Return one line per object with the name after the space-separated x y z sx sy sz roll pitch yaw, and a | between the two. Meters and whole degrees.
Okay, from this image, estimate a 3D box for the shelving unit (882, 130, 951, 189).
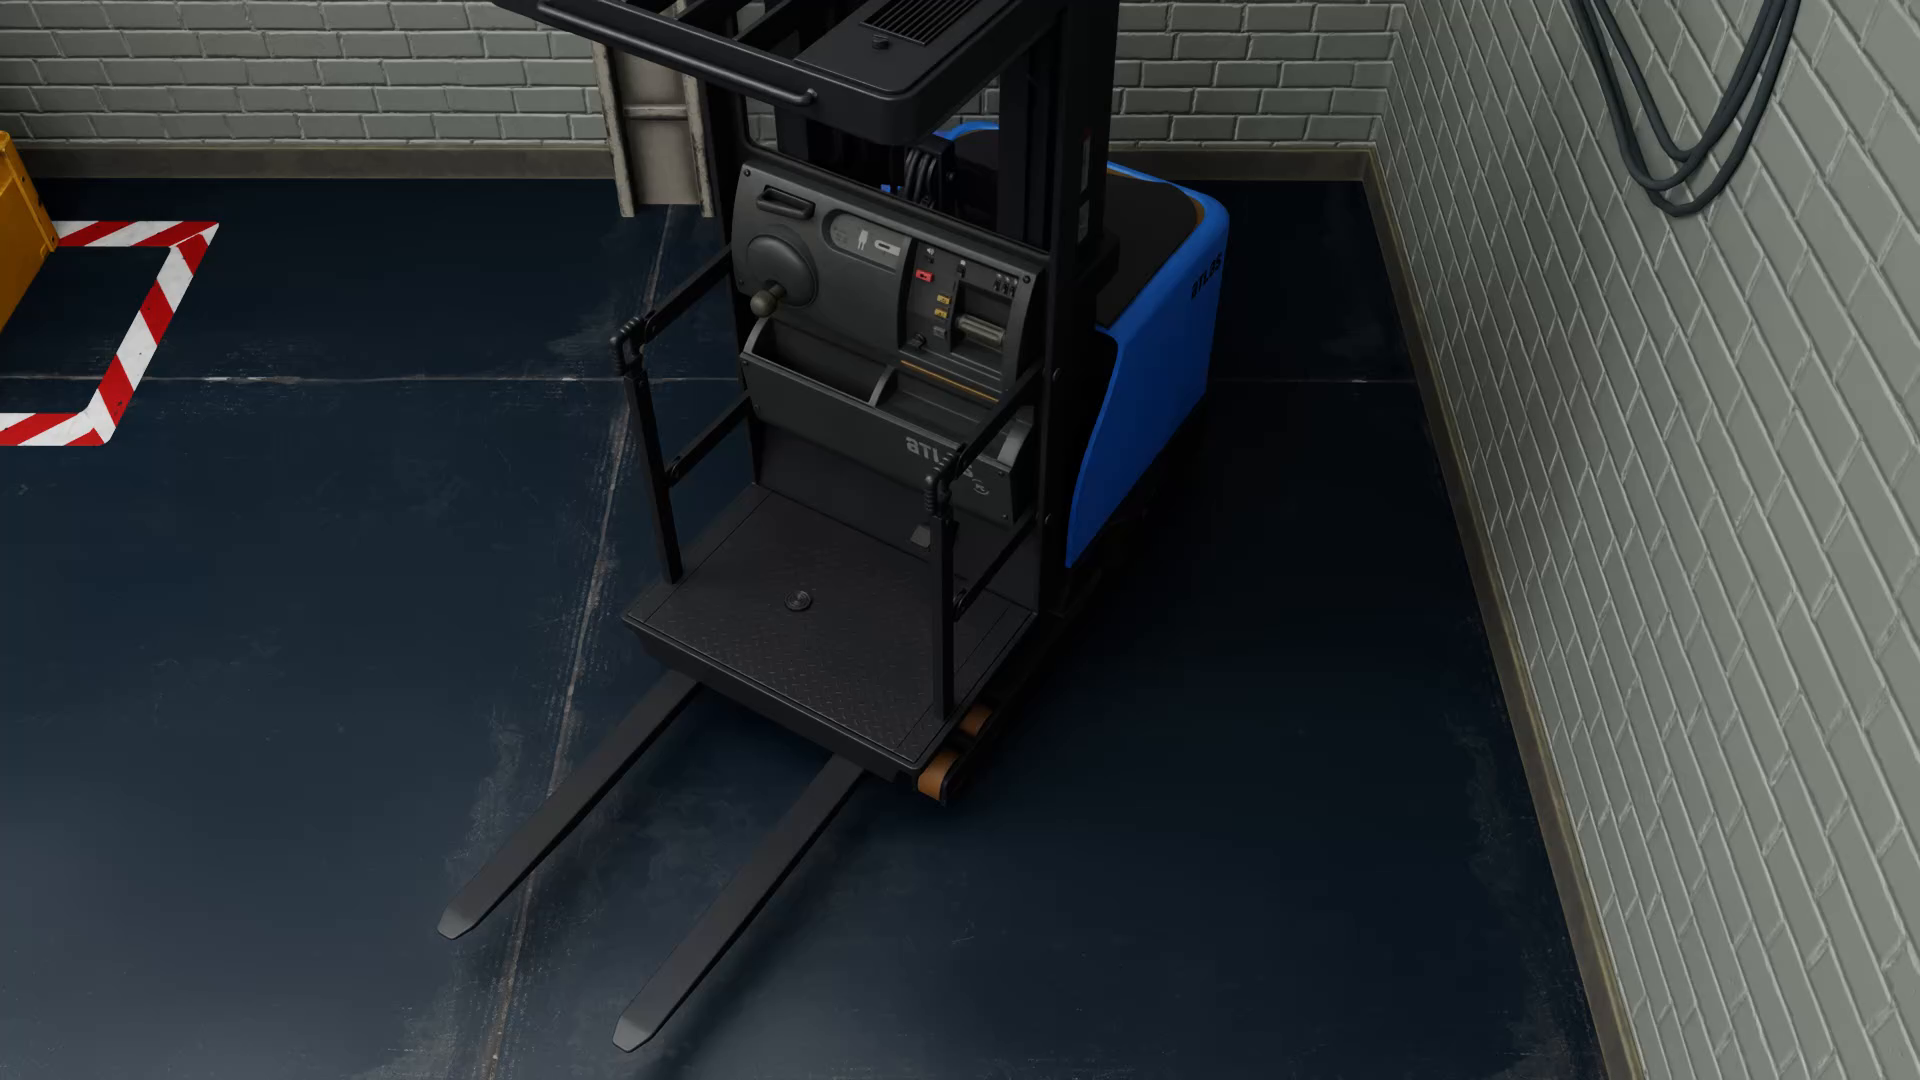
-0.054 -1.442 6.068 1.048 1.500 0.538 0 47 0 | shelving unit

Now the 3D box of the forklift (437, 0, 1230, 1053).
-0.328 -0.611 4.317 1.130 2.935 3.031 24 52 21 | forklift

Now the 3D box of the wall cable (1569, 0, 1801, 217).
1.720 -2.582 4.127 0.112 2.526 3.097 0 47 0 | wall cable

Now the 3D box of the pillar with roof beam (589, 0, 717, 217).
-1.247 -1.392 0.898 0.400 9.000 9.100 0 47 0 | pillar with roof beam

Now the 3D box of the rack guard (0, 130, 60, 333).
-3.911 -1.022 6.359 0.348 0.500 1.175 0 47 0 | rack guard

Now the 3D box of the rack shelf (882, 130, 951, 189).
-0.054 -1.320 6.199 1.000 0.185 0.538 0 47 0 | rack shelf
